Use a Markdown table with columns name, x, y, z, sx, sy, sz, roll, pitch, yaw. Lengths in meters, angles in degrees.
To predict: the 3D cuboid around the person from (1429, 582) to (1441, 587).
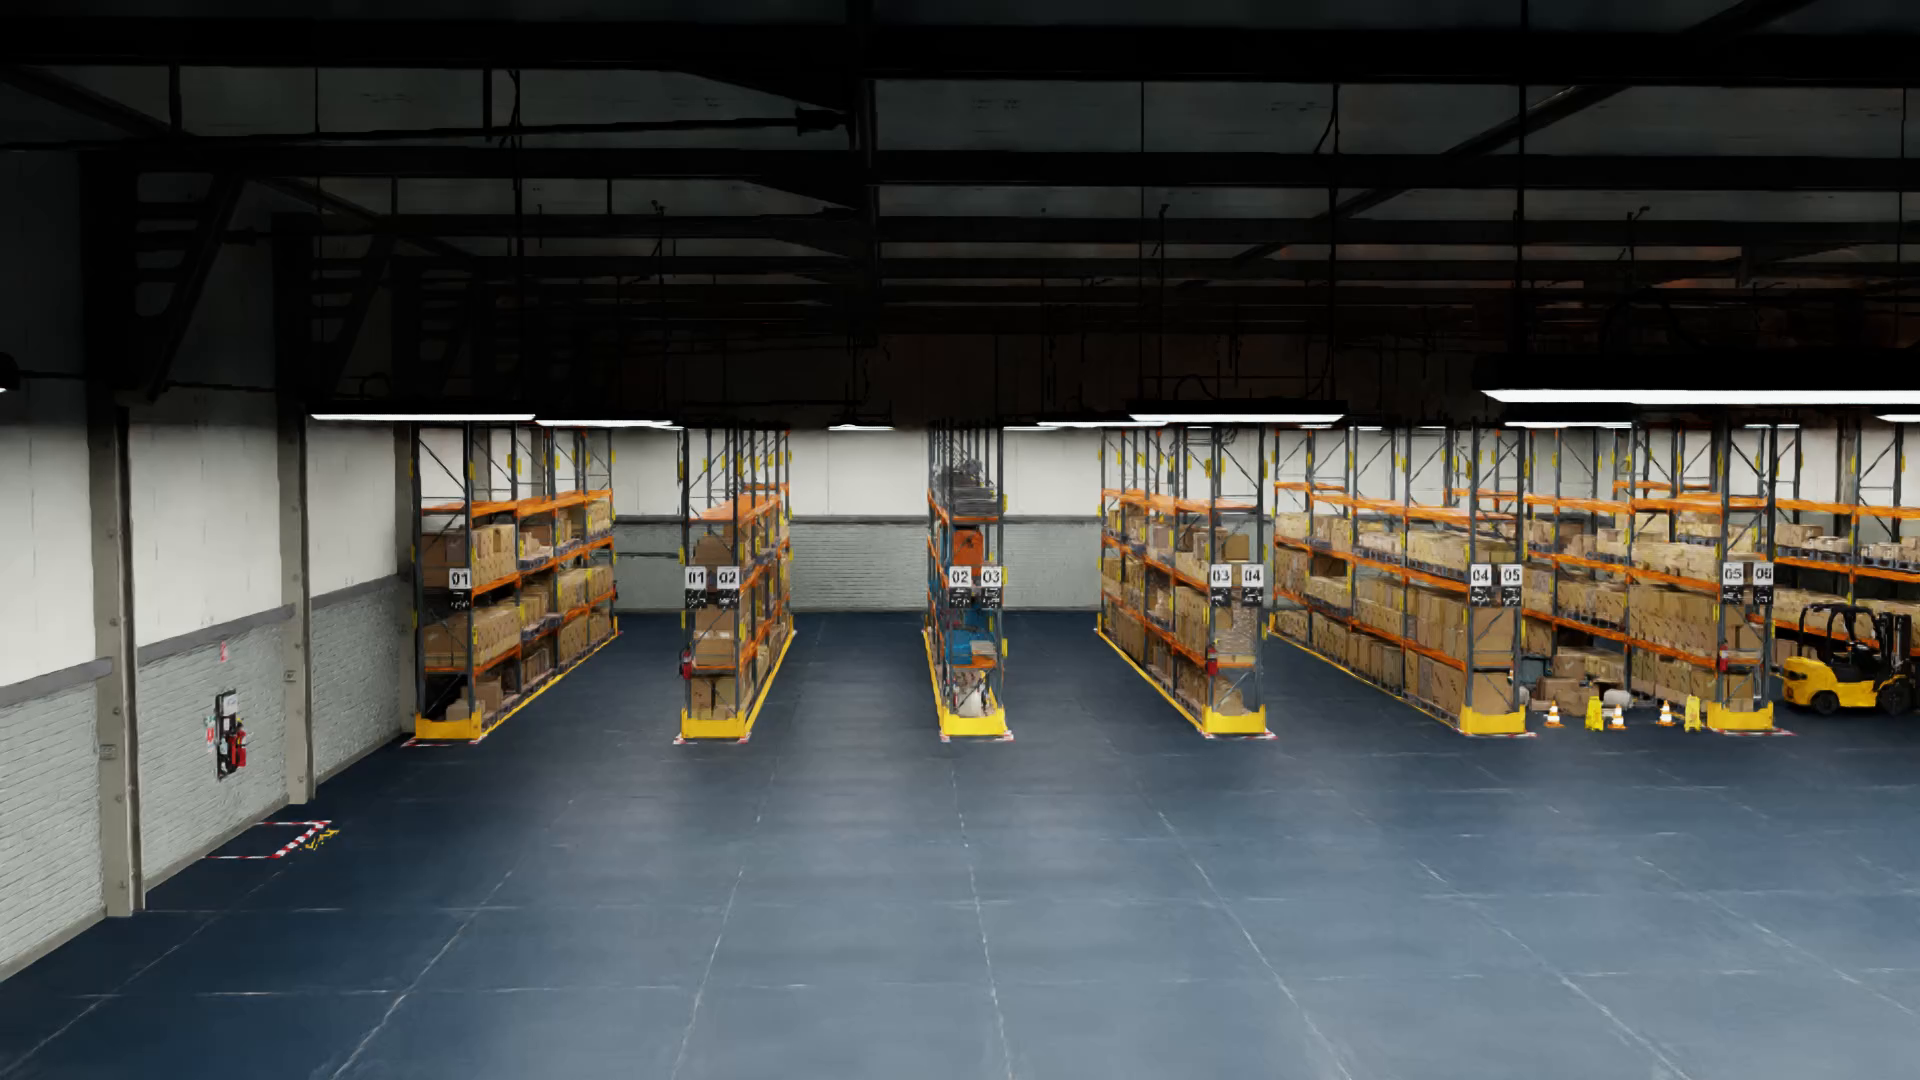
| name | x | y | z | sx | sy | sz | roll | pitch | yaw |
| --- | --- | --- | --- | --- | --- | --- | --- | --- | --- |
| person | 14.918 | 1.444 | 52.137 | 0.620 | 1.784 | 0.566 | -3 | 5 | -38 |

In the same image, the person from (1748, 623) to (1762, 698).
| name | x | y | z | sx | sy | sz | roll | pitch | yaw |
| --- | --- | --- | --- | --- | --- | --- | --- | --- | --- |
| person | 17.022 | 2.583 | 35.717 | 0.450 | 1.599 | 0.467 | 2 | 4 | 27 |
